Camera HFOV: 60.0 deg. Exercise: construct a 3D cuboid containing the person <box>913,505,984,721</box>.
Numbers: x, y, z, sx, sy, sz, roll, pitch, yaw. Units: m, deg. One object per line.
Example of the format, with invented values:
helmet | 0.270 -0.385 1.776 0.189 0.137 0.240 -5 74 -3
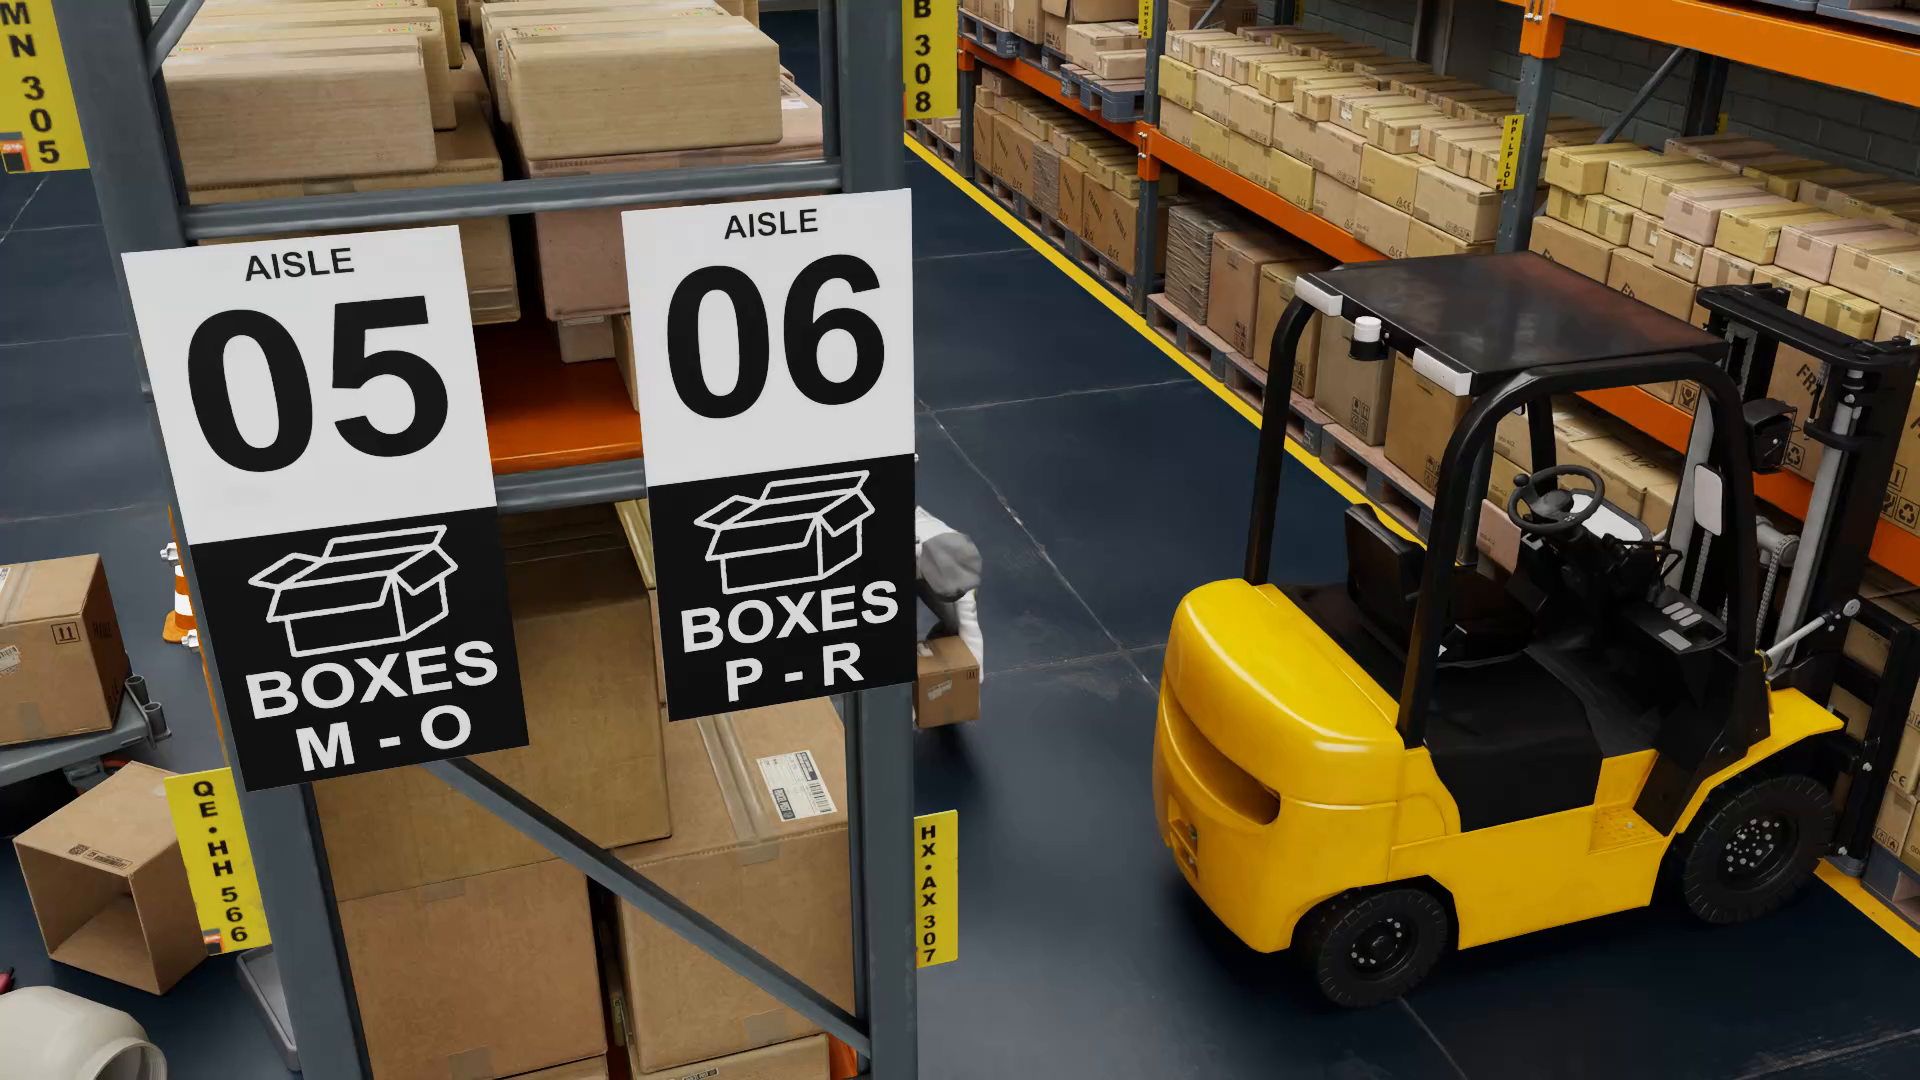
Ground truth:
person | -0.178 0.293 6.800 0.456 0.979 0.911 -9 28 -18
